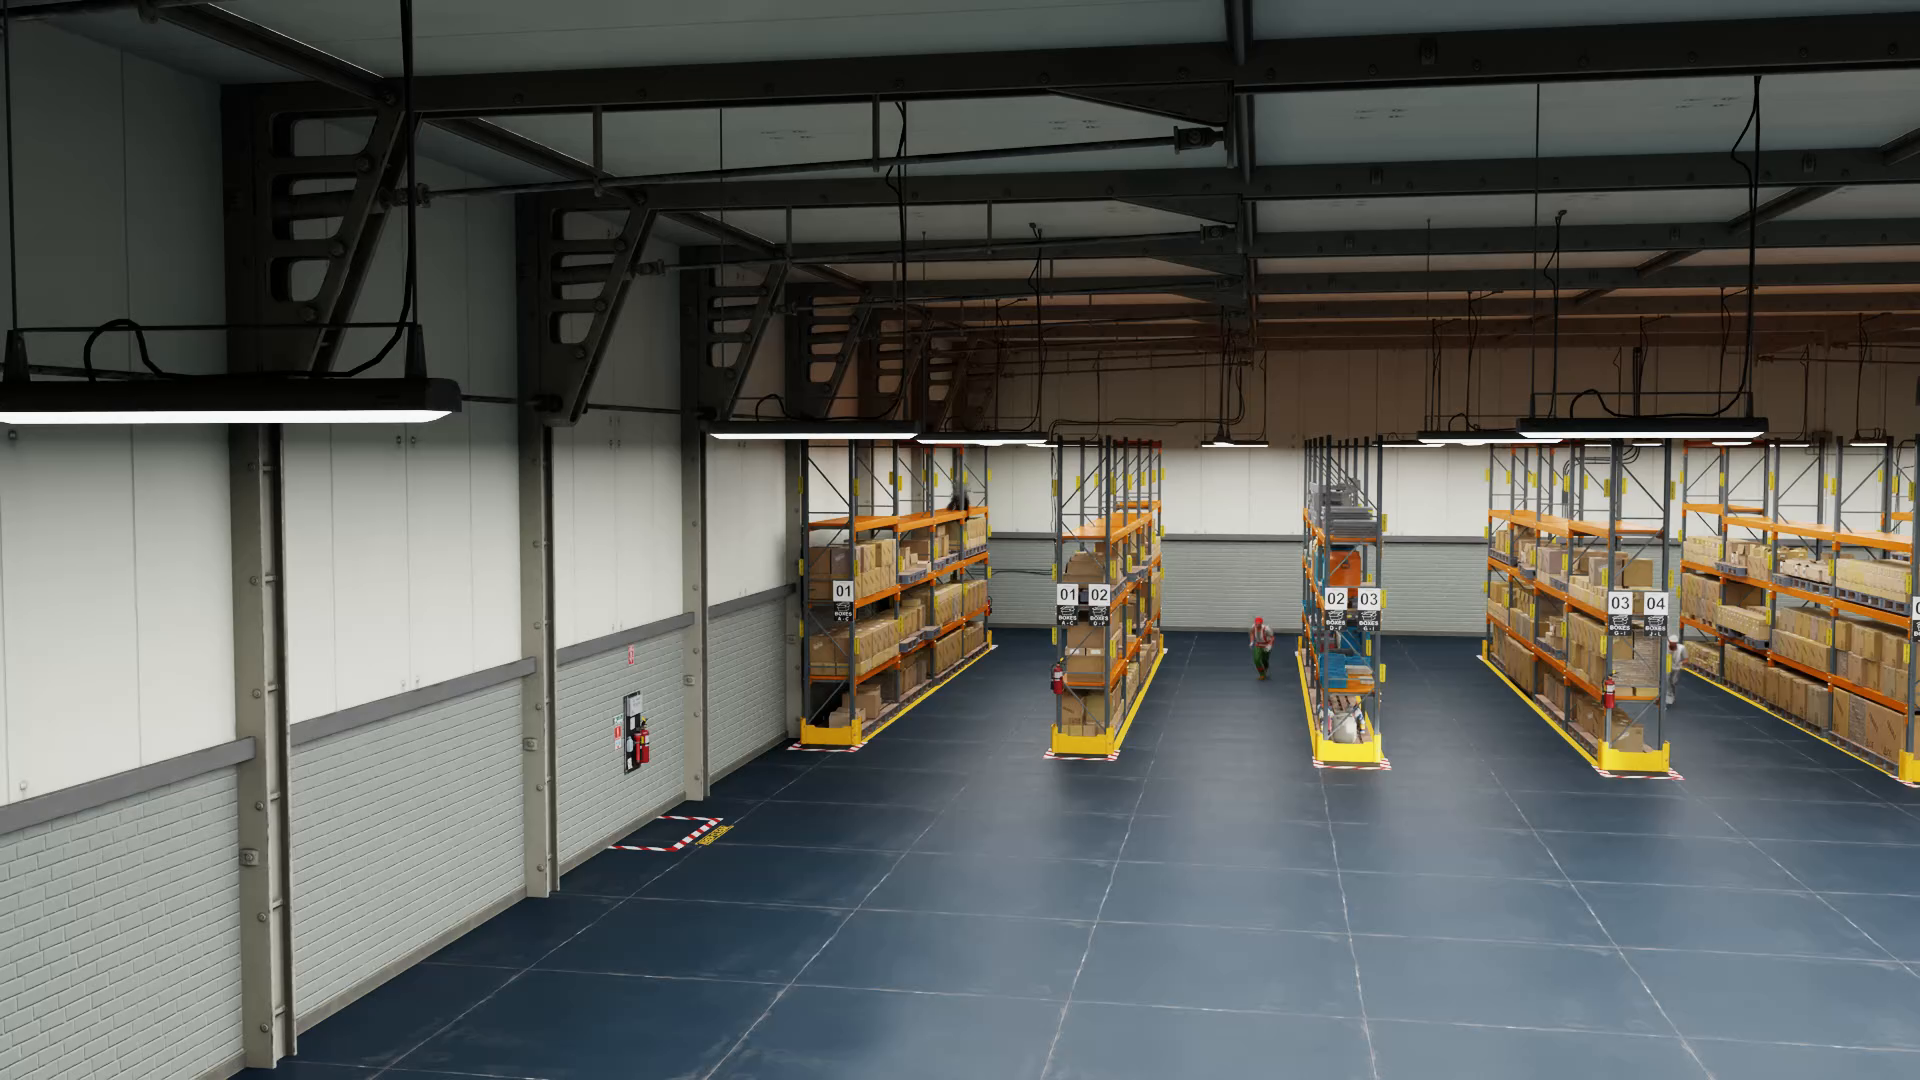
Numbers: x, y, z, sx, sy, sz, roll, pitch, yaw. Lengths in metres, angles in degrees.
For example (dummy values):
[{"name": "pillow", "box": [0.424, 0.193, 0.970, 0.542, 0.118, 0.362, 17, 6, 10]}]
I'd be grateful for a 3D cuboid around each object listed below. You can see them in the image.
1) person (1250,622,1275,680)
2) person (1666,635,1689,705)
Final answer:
[{"name": "person", "box": [7.575, 2.708, 41.489, 0.657, 1.557, 1.020, 2, 3, 27]}, {"name": "person", "box": [16.053, 2.882, 37.459, 0.675, 1.583, 1.120, 1, 3, 24]}]
